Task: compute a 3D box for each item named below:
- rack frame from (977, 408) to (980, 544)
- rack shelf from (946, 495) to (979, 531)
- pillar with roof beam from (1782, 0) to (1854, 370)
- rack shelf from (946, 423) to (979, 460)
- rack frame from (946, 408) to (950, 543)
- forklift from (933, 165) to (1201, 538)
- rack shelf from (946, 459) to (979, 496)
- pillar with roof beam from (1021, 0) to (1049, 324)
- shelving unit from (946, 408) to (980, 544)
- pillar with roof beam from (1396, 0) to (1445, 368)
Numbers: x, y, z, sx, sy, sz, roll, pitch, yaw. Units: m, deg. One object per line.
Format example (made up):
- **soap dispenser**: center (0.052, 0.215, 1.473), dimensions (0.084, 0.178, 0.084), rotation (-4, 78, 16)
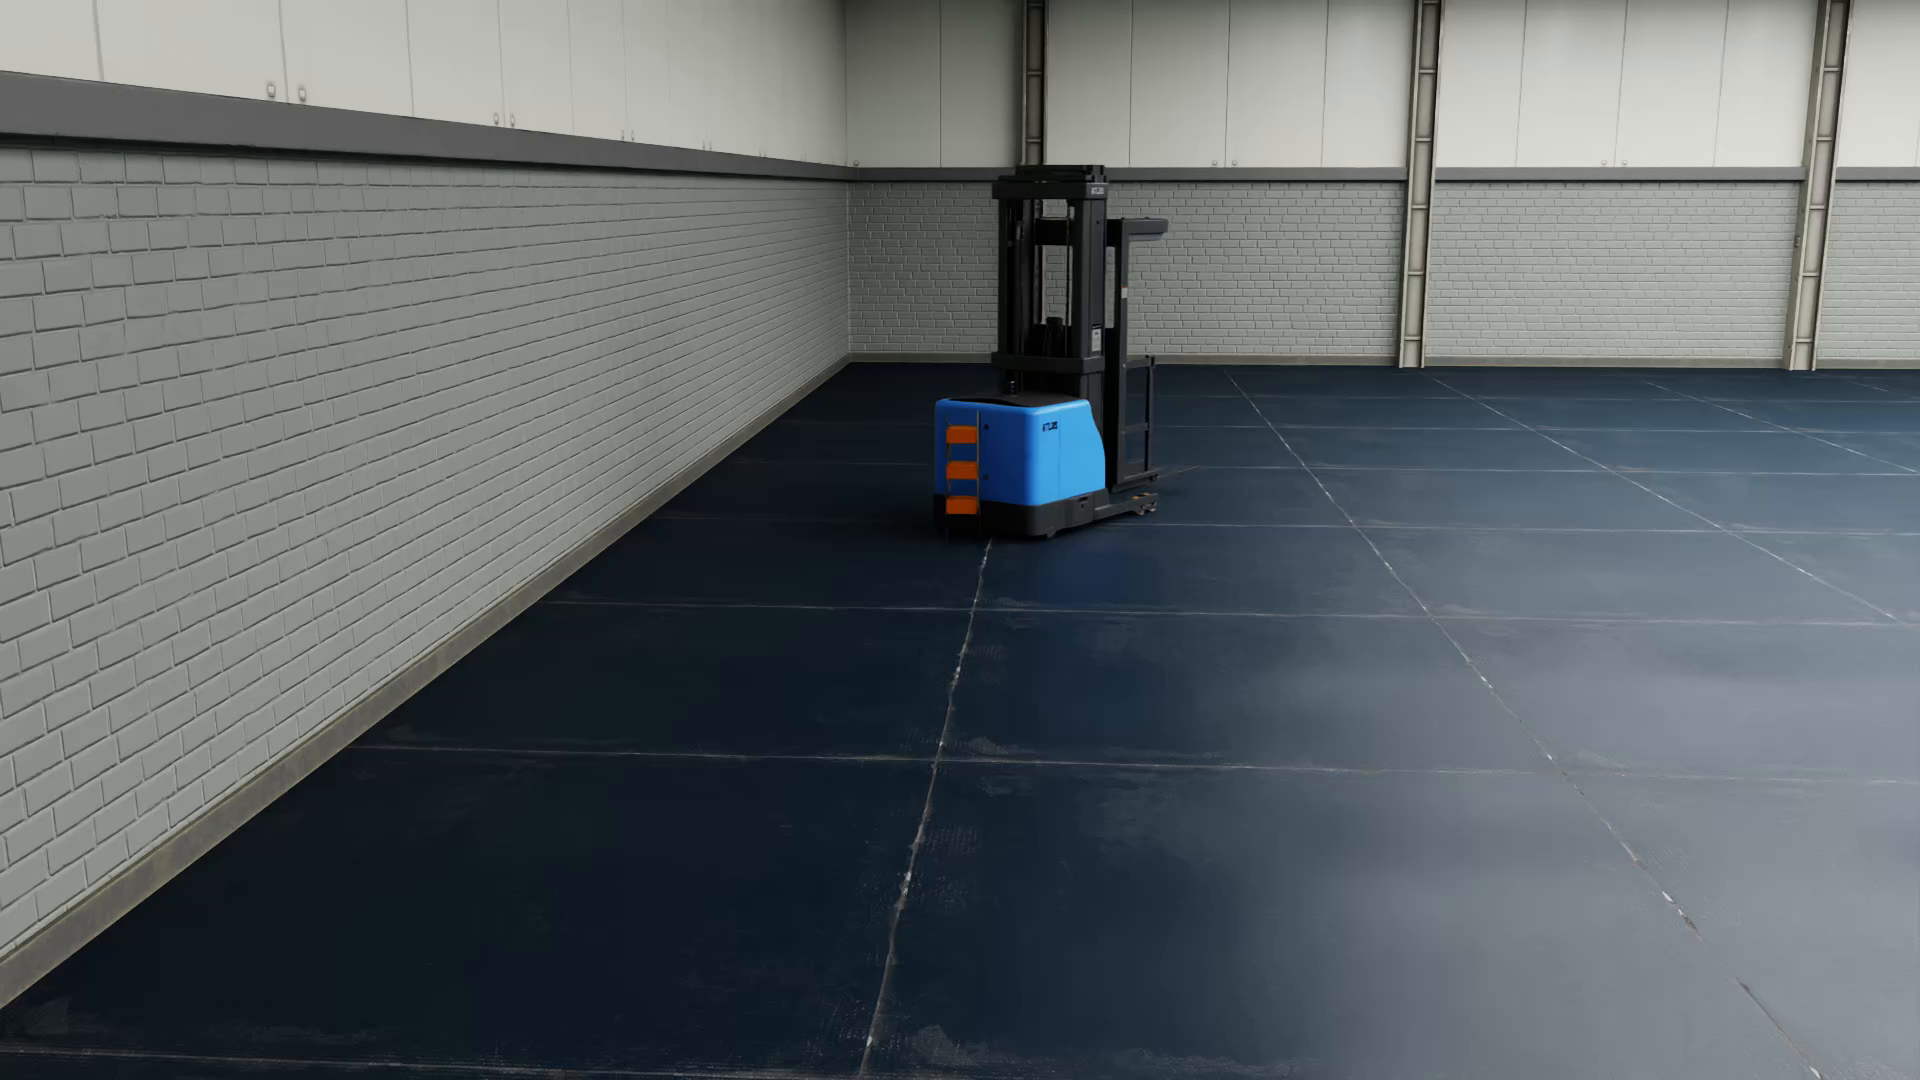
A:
- **rack frame**: center (0.145, -0.505, 13.116), dimensions (0.008, 1.050, 0.200), rotation (1, 12, 6)
- **rack shelf**: center (0.024, -0.225, 13.187), dimensions (0.240, 0.259, 0.215), rotation (1, 12, 6)
- **pillar with roof beam**: center (12.857, -6.204, 20.949), dimensions (0.400, 9.000, 9.100), rotation (1, 12, 4)
- **rack shelf**: center (0.024, -0.775, 13.072), dimensions (0.240, 0.259, 0.215), rotation (1, 12, 6)
- **rack frame**: center (-0.098, -0.510, 13.141), dimensions (0.008, 1.050, 0.200), rotation (1, 12, 6)
- **forklift**: center (1.069, -1.698, 14.228), dimensions (1.130, 2.935, 3.031), rotation (9, 15, 36)
- **rack shelf**: center (0.024, -0.497, 13.131), dimensions (0.240, 0.259, 0.215), rotation (1, 12, 6)
- **pillar with roof beam**: center (0.883, -6.368, 21.734), dimensions (0.400, 9.000, 9.100), rotation (1, 12, 4)
- **shelving unit**: center (0.024, -0.507, 13.128), dimensions (0.252, 1.050, 0.215), rotation (1, 12, 6)
- **pillar with roof beam**: center (6.870, -6.286, 21.341), dimensions (0.400, 9.000, 9.100), rotation (1, 12, 4)
